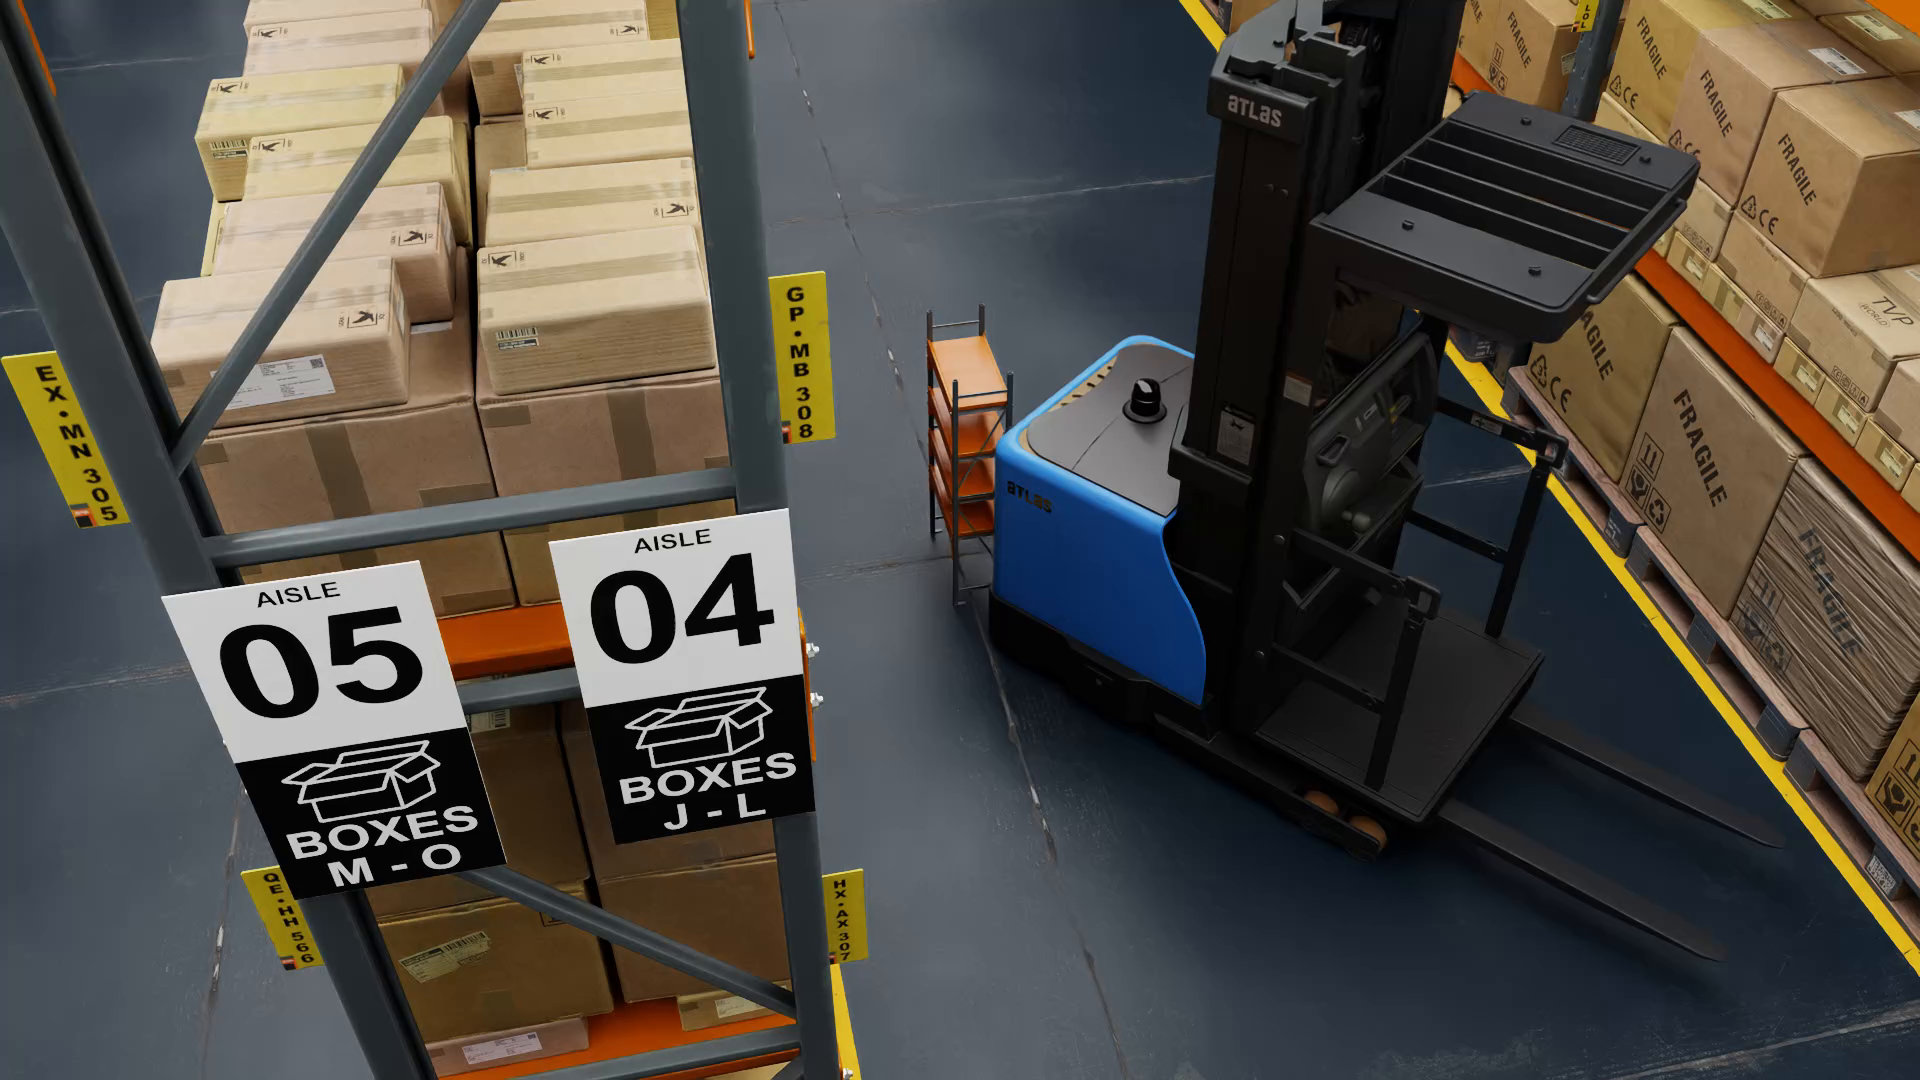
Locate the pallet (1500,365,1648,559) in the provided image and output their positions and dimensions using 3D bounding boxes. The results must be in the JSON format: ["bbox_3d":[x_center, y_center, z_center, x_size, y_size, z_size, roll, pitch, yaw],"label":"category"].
[{"bbox_3d":[3.301,-0.452,7.882,1.003,0.211,1.213,-8,42,-9],"label":"pallet"}]

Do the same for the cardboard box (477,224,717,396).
[{"bbox_3d":[-0.635,-0.406,2.906,0.380,0.149,0.250,-9,42,-10],"label":"cardboard box"}]

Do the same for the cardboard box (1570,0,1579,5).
[{"bbox_3d":[3.068,-2.825,7.623,0.797,0.503,0.637,-9,42,-10],"label":"cardboard box"}]

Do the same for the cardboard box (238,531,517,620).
[{"bbox_3d":[-1.144,-0.084,3.220,0.500,0.250,0.500,-9,42,-10],"label":"cardboard box"}]

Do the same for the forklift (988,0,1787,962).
[{"bbox_3d":[1.588,-0.308,5.670,3.031,2.935,1.130,28,49,28],"label":"forklift"}]

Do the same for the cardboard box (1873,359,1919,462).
[{"bbox_3d":[3.494,-0.396,5.608,0.500,0.250,0.500,-10,43,-11],"label":"cardboard box"}]

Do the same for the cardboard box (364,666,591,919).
[{"bbox_3d":[-1.130,0.455,3.707,0.500,0.500,0.500,-9,42,-10],"label":"cardboard box"}]

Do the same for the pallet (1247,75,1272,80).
[{"bbox_3d":[2.447,-3.027,10.783,1.003,0.211,1.213,-8,42,-9],"label":"pallet"}]

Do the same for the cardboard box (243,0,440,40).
[{"bbox_3d":[-1.392,-1.171,3.768,0.380,0.149,0.250,-7,42,-8],"label":"cardboard box"}]

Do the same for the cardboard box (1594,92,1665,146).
[{"bbox_3d":[3.059,-1.712,7.090,0.500,0.250,0.500,-9,42,-10],"label":"cardboard box"}]

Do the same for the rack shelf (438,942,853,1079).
[{"bbox_3d":[-1.220,0.211,5.576,1.077,0.370,4.000,-8,42,-9],"label":"rack shelf"}]

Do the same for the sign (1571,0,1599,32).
[{"bbox_3d":[2.686,-2.319,7.072,0.100,0.325,0.005,-8,42,-9],"label":"sign"}]

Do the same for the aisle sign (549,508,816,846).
[{"bbox_3d":[-0.479,0.271,3.009,0.394,0.787,0.004,-8,42,-9],"label":"aisle sign"}]

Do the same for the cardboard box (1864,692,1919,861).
[{"bbox_3d":[3.861,0.828,5.624,0.875,0.875,0.875,-8,42,-9],"label":"cardboard box"}]

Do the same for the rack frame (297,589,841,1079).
[{"bbox_3d":[-0.788,1.239,3.877,1.000,3.000,0.127,-8,42,-9],"label":"rack frame"}]

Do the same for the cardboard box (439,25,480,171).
[{"bbox_3d":[-1.355,-0.940,3.808,0.500,0.250,0.500,-8,42,-9],"label":"cardboard box"}]

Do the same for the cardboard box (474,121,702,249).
[{"bbox_3d":[-0.742,-0.674,3.508,0.500,0.250,0.500,-9,42,-10],"label":"cardboard box"}]

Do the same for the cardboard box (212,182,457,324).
[{"bbox_3d":[-1.125,-0.507,3.020,0.380,0.149,0.250,-8,42,-9],"label":"cardboard box"}]

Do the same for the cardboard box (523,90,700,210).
[{"bbox_3d":[-0.660,-0.760,3.305,0.380,0.149,0.250,-8,42,-9],"label":"cardboard box"}]

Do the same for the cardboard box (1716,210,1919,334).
[{"bbox_3d":[3.279,-1.054,6.349,0.500,0.250,0.500,-7,42,-8],"label":"cardboard box"}]

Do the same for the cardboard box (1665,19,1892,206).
[{"bbox_3d":[3.166,-1.667,6.475,0.500,0.500,0.500,-8,42,-9],"label":"cardboard box"}]

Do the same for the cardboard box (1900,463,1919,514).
[{"bbox_3d":[3.457,-0.158,5.639,0.380,0.149,0.250,-9,42,-10],"label":"cardboard box"}]

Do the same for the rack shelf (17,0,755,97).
[{"bbox_3d":[-1.220,-2.031,3.585,1.077,0.370,4.000,-8,42,-9],"label":"rack shelf"}]

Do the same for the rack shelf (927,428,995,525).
[{"bbox_3d":[0.036,-0.291,7.057,0.258,0.148,0.480,-8,42,-9],"label":"rack shelf"}]

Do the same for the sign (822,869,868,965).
[{"bbox_3d":[-0.258,0.837,3.677,0.100,0.325,0.005,-8,42,-9],"label":"sign"}]

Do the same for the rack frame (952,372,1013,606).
[{"bbox_3d":[0.088,-0.183,6.834,0.240,1.200,0.015,-8,42,-9],"label":"rack frame"}]

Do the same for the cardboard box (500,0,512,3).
[{"bbox_3d":[-0.942,-1.417,4.045,0.380,0.149,0.250,-7,42,-8],"label":"cardboard box"}]

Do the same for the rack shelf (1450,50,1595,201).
[{"bbox_3d":[2.782,-3.027,9.224,1.077,0.370,4.000,-8,42,-9],"label":"rack shelf"}]

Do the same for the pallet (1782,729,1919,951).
[{"bbox_3d":[3.828,1.129,6.100,1.003,0.211,1.213,-8,42,-9],"label":"pallet"}]

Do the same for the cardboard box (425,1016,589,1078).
[{"bbox_3d":[-1.134,1.162,4.152,0.380,0.149,0.250,-8,42,-9],"label":"cardboard box"}]

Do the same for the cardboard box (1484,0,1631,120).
[{"bbox_3d":[2.846,-2.301,7.789,0.500,0.500,0.500,-8,42,-9],"label":"cardboard box"}]

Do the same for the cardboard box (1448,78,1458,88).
[{"bbox_3d":[2.862,-2.353,9.207,1.225,0.875,0.875,-10,43,-11],"label":"cardboard box"}]

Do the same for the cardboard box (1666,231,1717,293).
[{"bbox_3d":[3.125,-1.155,6.762,0.380,0.149,0.250,-9,42,-10],"label":"cardboard box"}]

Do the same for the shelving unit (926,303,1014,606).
[{"bbox_3d":[0.036,-0.341,7.013,0.258,1.200,0.503,-8,42,-9],"label":"shelving unit"}]

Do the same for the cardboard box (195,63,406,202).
[{"bbox_3d":[-1.323,-0.832,3.386,0.380,0.149,0.250,-8,42,-9],"label":"cardboard box"}]

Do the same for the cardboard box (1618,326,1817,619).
[{"bbox_3d":[3.472,-0.339,6.938,0.875,0.875,0.875,-8,42,-9],"label":"cardboard box"}]

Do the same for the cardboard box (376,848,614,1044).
[{"bbox_3d":[-1.136,0.836,4.031,0.500,0.500,0.500,-8,42,-8],"label":"cardboard box"}]

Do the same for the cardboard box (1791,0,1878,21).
[{"bbox_3d":[3.574,-2.075,6.934,0.500,0.500,0.500,-7,42,-8],"label":"cardboard box"}]

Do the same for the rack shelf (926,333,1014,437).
[{"bbox_3d":[0.036,-0.635,6.752,0.258,0.148,0.480,-8,42,-9],"label":"rack shelf"}]

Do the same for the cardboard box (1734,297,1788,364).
[{"bbox_3d":[3.233,-0.826,6.392,0.380,0.149,0.250,-8,42,-9],"label":"cardboard box"}]

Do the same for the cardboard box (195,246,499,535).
[{"bbox_3d":[-1.136,-0.276,3.060,0.500,0.250,0.500,-10,42,-11],"label":"cardboard box"}]

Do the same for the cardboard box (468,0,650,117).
[{"bbox_3d":[-0.871,-1.069,3.653,0.380,0.149,0.250,-7,42,-8],"label":"cardboard box"}]

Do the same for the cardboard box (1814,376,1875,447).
[{"bbox_3d":[3.349,-0.487,6.010,0.380,0.149,0.250,-8,42,-8],"label":"cardboard box"}]

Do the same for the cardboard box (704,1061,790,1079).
[{"bbox_3d":[-0.569,1.537,4.924,0.380,0.149,0.250,-10,43,-11],"label":"cardboard box"}]

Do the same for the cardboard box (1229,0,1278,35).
[{"bbox_3d":[2.479,-3.504,10.504,1.225,0.875,0.875,-10,43,-11],"label":"cardboard box"}]
